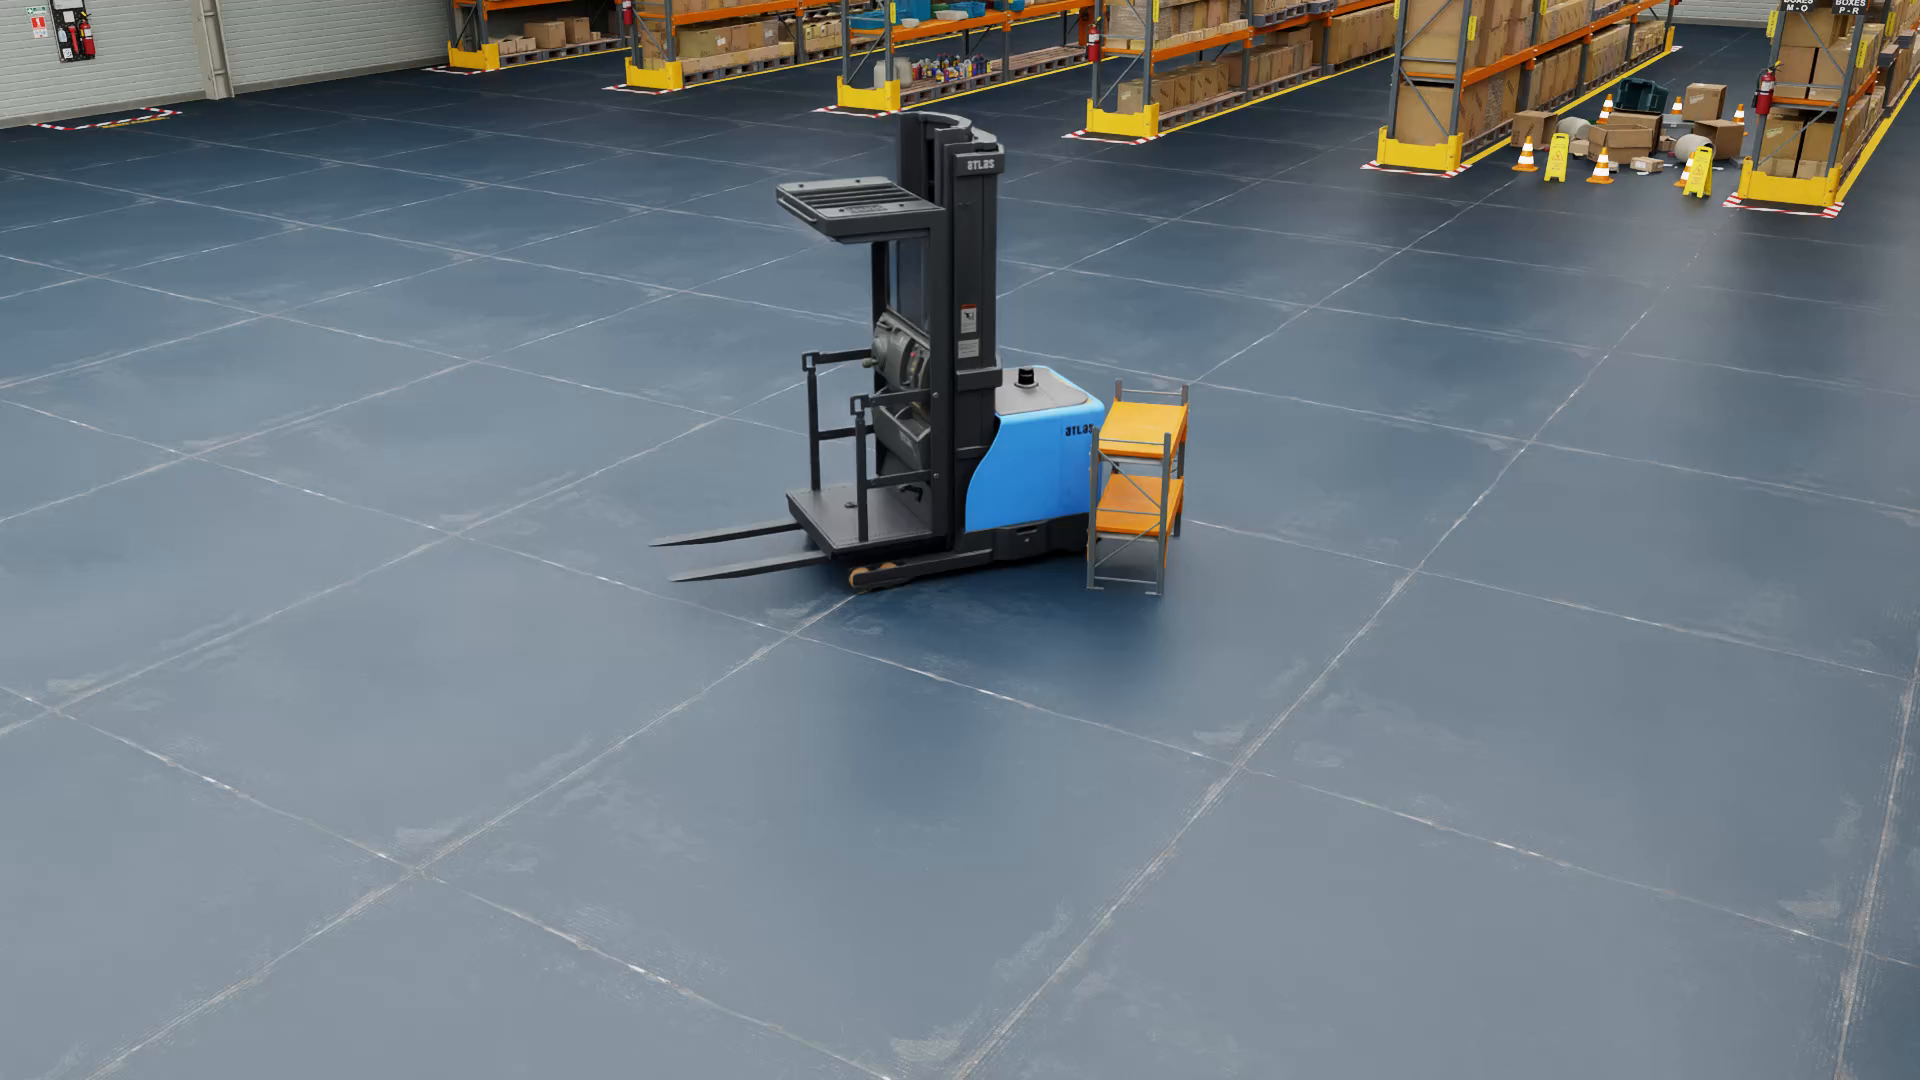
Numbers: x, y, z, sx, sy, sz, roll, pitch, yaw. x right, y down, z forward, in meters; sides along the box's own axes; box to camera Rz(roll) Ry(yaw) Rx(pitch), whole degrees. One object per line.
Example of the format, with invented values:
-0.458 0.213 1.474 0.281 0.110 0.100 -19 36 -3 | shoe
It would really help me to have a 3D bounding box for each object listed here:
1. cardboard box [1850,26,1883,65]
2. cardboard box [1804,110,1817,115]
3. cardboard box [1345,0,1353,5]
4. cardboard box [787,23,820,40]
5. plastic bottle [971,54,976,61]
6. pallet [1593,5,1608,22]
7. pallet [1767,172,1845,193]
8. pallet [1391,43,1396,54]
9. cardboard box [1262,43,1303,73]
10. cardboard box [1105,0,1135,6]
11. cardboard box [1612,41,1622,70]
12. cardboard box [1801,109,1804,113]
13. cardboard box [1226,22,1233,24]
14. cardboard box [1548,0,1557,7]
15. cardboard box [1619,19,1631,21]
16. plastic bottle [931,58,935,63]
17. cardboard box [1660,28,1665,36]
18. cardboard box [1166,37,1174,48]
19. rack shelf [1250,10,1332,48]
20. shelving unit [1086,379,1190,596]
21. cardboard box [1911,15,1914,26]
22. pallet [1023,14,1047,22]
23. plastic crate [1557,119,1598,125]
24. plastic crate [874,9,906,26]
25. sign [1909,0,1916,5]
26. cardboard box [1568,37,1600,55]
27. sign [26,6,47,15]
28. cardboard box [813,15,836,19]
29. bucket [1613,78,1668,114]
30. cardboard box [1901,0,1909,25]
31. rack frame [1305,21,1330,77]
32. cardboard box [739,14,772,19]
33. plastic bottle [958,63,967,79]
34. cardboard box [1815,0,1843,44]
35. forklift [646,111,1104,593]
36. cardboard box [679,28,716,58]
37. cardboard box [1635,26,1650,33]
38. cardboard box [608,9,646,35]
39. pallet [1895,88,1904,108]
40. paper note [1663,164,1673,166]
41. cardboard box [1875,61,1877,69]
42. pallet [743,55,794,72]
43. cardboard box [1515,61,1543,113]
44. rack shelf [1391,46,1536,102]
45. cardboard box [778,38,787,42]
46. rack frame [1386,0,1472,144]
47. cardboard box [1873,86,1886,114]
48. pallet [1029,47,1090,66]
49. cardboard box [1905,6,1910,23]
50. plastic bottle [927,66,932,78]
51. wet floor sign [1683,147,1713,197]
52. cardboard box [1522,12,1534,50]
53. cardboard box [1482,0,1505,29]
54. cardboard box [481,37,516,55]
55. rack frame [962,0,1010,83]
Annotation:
12.834 -7.058 23.777 0.500 0.500 0.500 15 28 31 | cardboard box
11.758 -5.848 23.472 0.500 0.500 0.500 13 27 28 | cardboard box
7.571 -11.007 33.274 0.500 0.500 0.500 13 27 28 | cardboard box
-3.281 -10.682 34.876 0.500 0.311 0.500 14 27 29 | cardboard box
0.278 -9.106 31.790 0.144 0.351 0.185 14 27 29 | plastic bottle
11.259 -9.781 30.809 1.213 0.211 1.003 14 27 29 | pallet
11.511 -4.915 22.839 1.003 0.211 1.213 14 27 29 | pallet
9.391 -10.990 36.871 1.003 0.211 1.213 14 27 29 | pallet
6.195 -9.314 32.082 0.700 0.500 0.500 11 26 25 | cardboard box
2.674 -8.858 26.677 0.500 0.500 0.500 14 27 29 | cardboard box
12.637 -9.526 32.597 0.500 0.500 0.500 13 27 28 | cardboard box
11.486 -6.022 23.058 0.380 0.149 0.250 14 27 30 | cardboard box
4.517 -8.926 28.909 0.380 0.149 0.250 14 27 29 | cardboard box
9.657 -9.274 28.012 0.700 0.500 0.500 14 27 29 | cardboard box
14.629 -11.358 36.522 0.380 0.149 0.250 13 26 27 | cardboard box
-0.505 -9.027 31.691 0.061 0.283 0.133 15 28 31 | plastic bottle
15.158 -11.089 36.275 0.380 0.149 0.250 13 27 28 | cardboard box
3.239 -8.072 26.936 0.380 0.149 0.250 14 27 29 | cardboard box
5.759 -9.674 31.227 1.077 0.370 4.000 14 27 29 | rack shelf
1.204 -0.375 11.200 0.538 1.125 1.048 5 24 12 | shelving unit
16.768 -9.342 29.742 0.500 0.250 0.500 13 27 28 | cardboard box
1.515 -13.472 42.604 1.003 0.211 1.213 14 27 29 | pallet
9.885 -6.659 26.823 0.662 0.188 0.450 -12 16 -26 | plastic crate
-1.257 -9.399 29.872 0.499 0.251 0.408 14 27 29 | plastic crate
15.699 -8.987 27.377 0.100 0.325 0.005 14 27 29 | sign
11.543 -9.178 30.848 0.500 0.250 0.500 13 26 27 | cardboard box
-15.267 -8.754 27.484 0.001 0.109 0.331 14 27 29 | sign
-2.938 -11.305 36.316 0.500 0.311 0.500 13 27 28 | cardboard box
10.751 -6.922 26.171 0.620 0.611 0.726 -6 22 -39 | bucket
14.966 -8.589 26.787 0.500 0.500 0.500 13 27 28 | cardboard box
6.814 -10.679 32.643 1.000 3.000 0.127 14 27 29 | rack frame
-4.221 -10.591 34.427 0.500 0.500 0.500 14 27 29 | cardboard box
0.040 -8.814 31.208 0.152 0.276 0.135 14 27 30 | plastic bottle
11.370 -6.931 22.226 0.700 0.500 0.500 14 27 29 | cardboard box
-0.577 -1.232 10.906 3.031 2.935 1.130 -9 25 -21 | forklift
-5.086 -9.635 32.220 0.500 0.500 0.500 14 27 29 | cardboard box
14.402 -10.803 35.239 0.380 0.149 0.250 13 27 27 | cardboard box
-7.547 -11.750 37.709 0.700 0.500 0.500 15 28 31 | cardboard box
16.357 -7.983 29.926 1.003 0.211 1.213 14 27 29 | pallet
10.396 -5.526 24.491 0.142 0.019 0.148 -17 29 -35 | paper note
13.212 -6.965 24.379 0.380 0.149 0.250 14 27 28 | cardboard box
-4.166 -9.867 34.277 1.003 0.211 1.213 14 27 29 | pallet
9.115 -7.645 27.936 1.050 0.750 0.750 14 27 29 | cardboard box
7.809 -7.251 25.629 1.077 0.370 4.000 14 27 29 | rack shelf
-3.738 -10.538 35.250 0.500 0.250 0.500 14 27 28 | cardboard box
6.754 -6.906 23.927 1.000 3.000 0.127 14 27 29 | rack frame
14.926 -7.401 27.849 0.950 0.372 0.625 12 26 25 | cardboard box
2.164 -10.184 35.010 1.003 0.211 1.213 14 27 29 | pallet
15.710 -8.883 28.052 0.500 0.250 0.500 14 27 29 | cardboard box
-0.579 -8.819 31.315 0.097 0.201 0.097 0 23 0 | plastic bottle
10.003 -4.982 22.447 0.232 0.644 0.267 -17 29 -35 | wet floor sign
8.680 -8.198 26.722 0.875 0.550 0.550 14 27 29 | cardboard box
7.605 -7.953 24.797 0.875 0.550 0.550 14 27 29 | cardboard box
-9.589 -10.276 34.542 0.500 0.311 0.500 11 26 23 | cardboard box
0.496 -10.367 31.923 1.000 3.000 0.127 14 27 29 | rack frame
